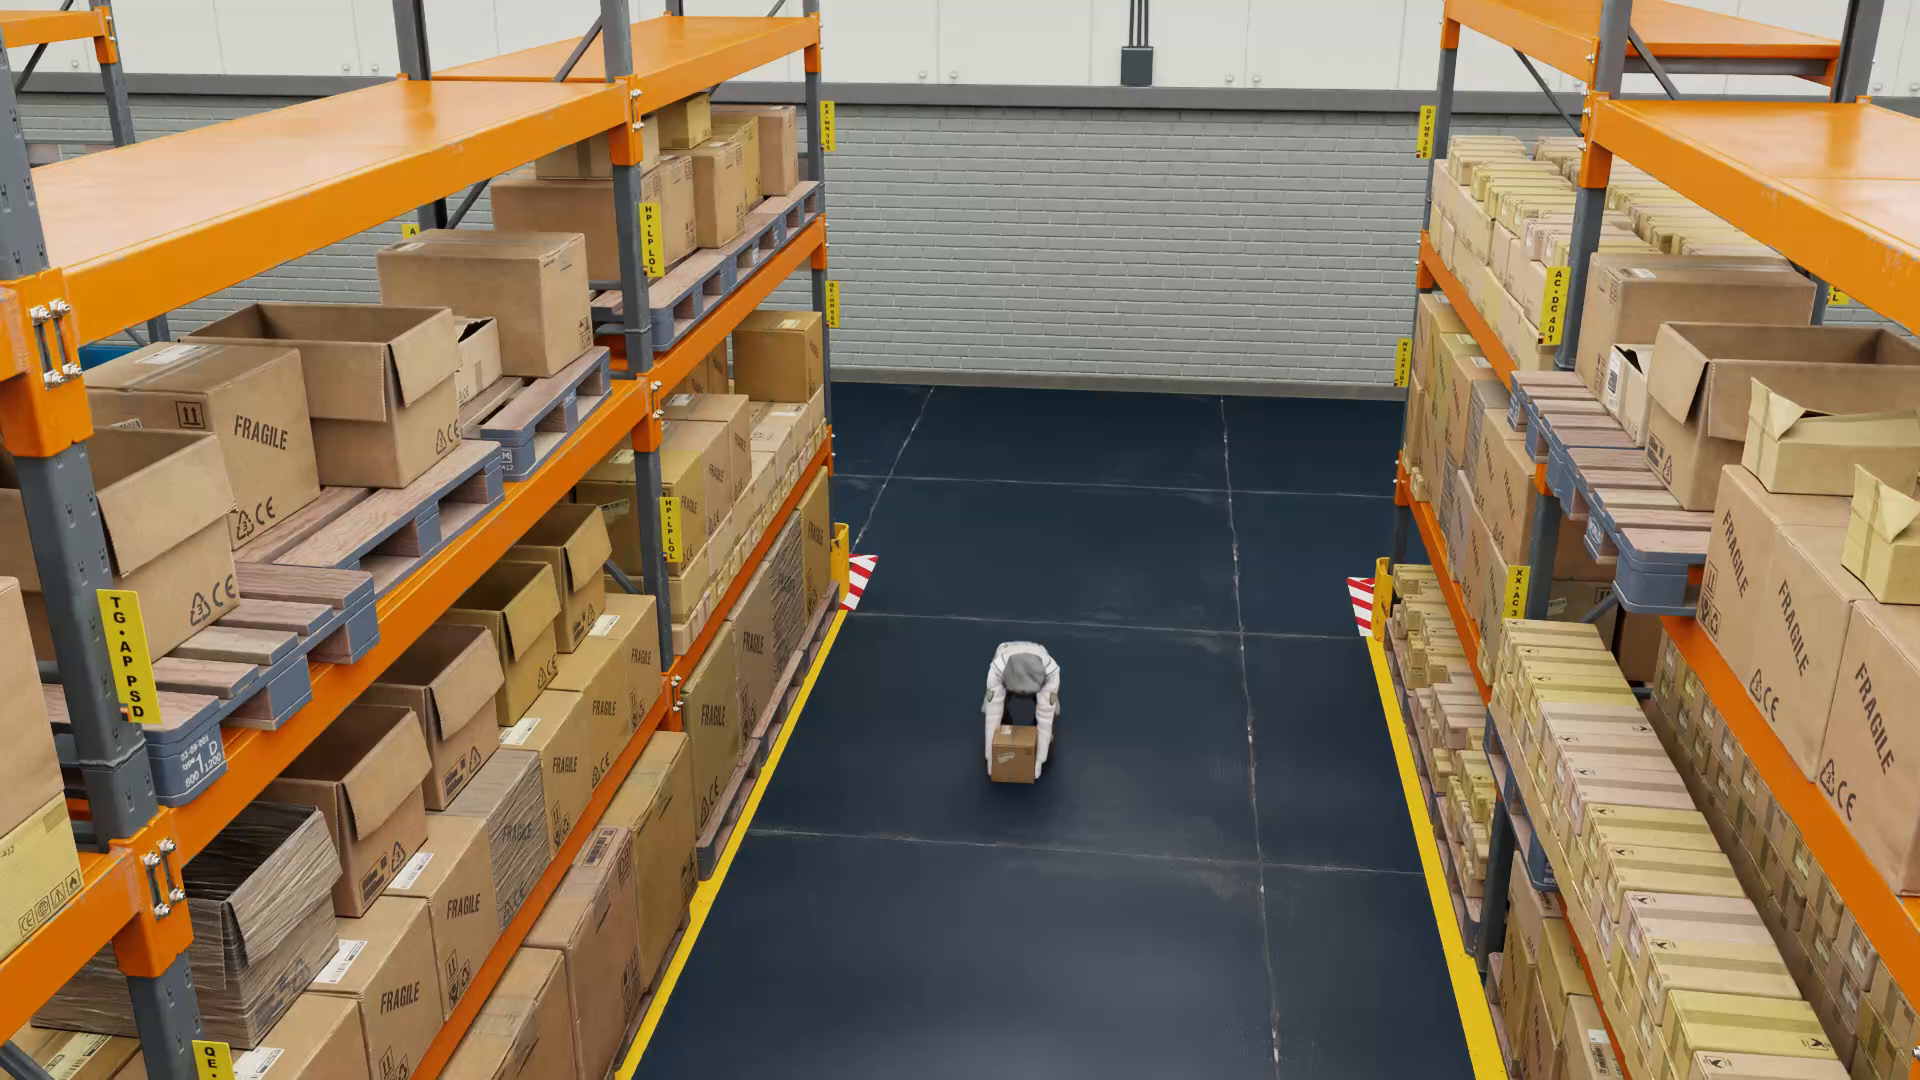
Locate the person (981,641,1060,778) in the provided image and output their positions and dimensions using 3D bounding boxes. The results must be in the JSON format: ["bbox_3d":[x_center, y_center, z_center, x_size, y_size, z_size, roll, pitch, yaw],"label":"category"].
[{"bbox_3d":[0.371,0.943,9.987,0.474,0.853,0.886,2,21,6],"label":"person"}]
